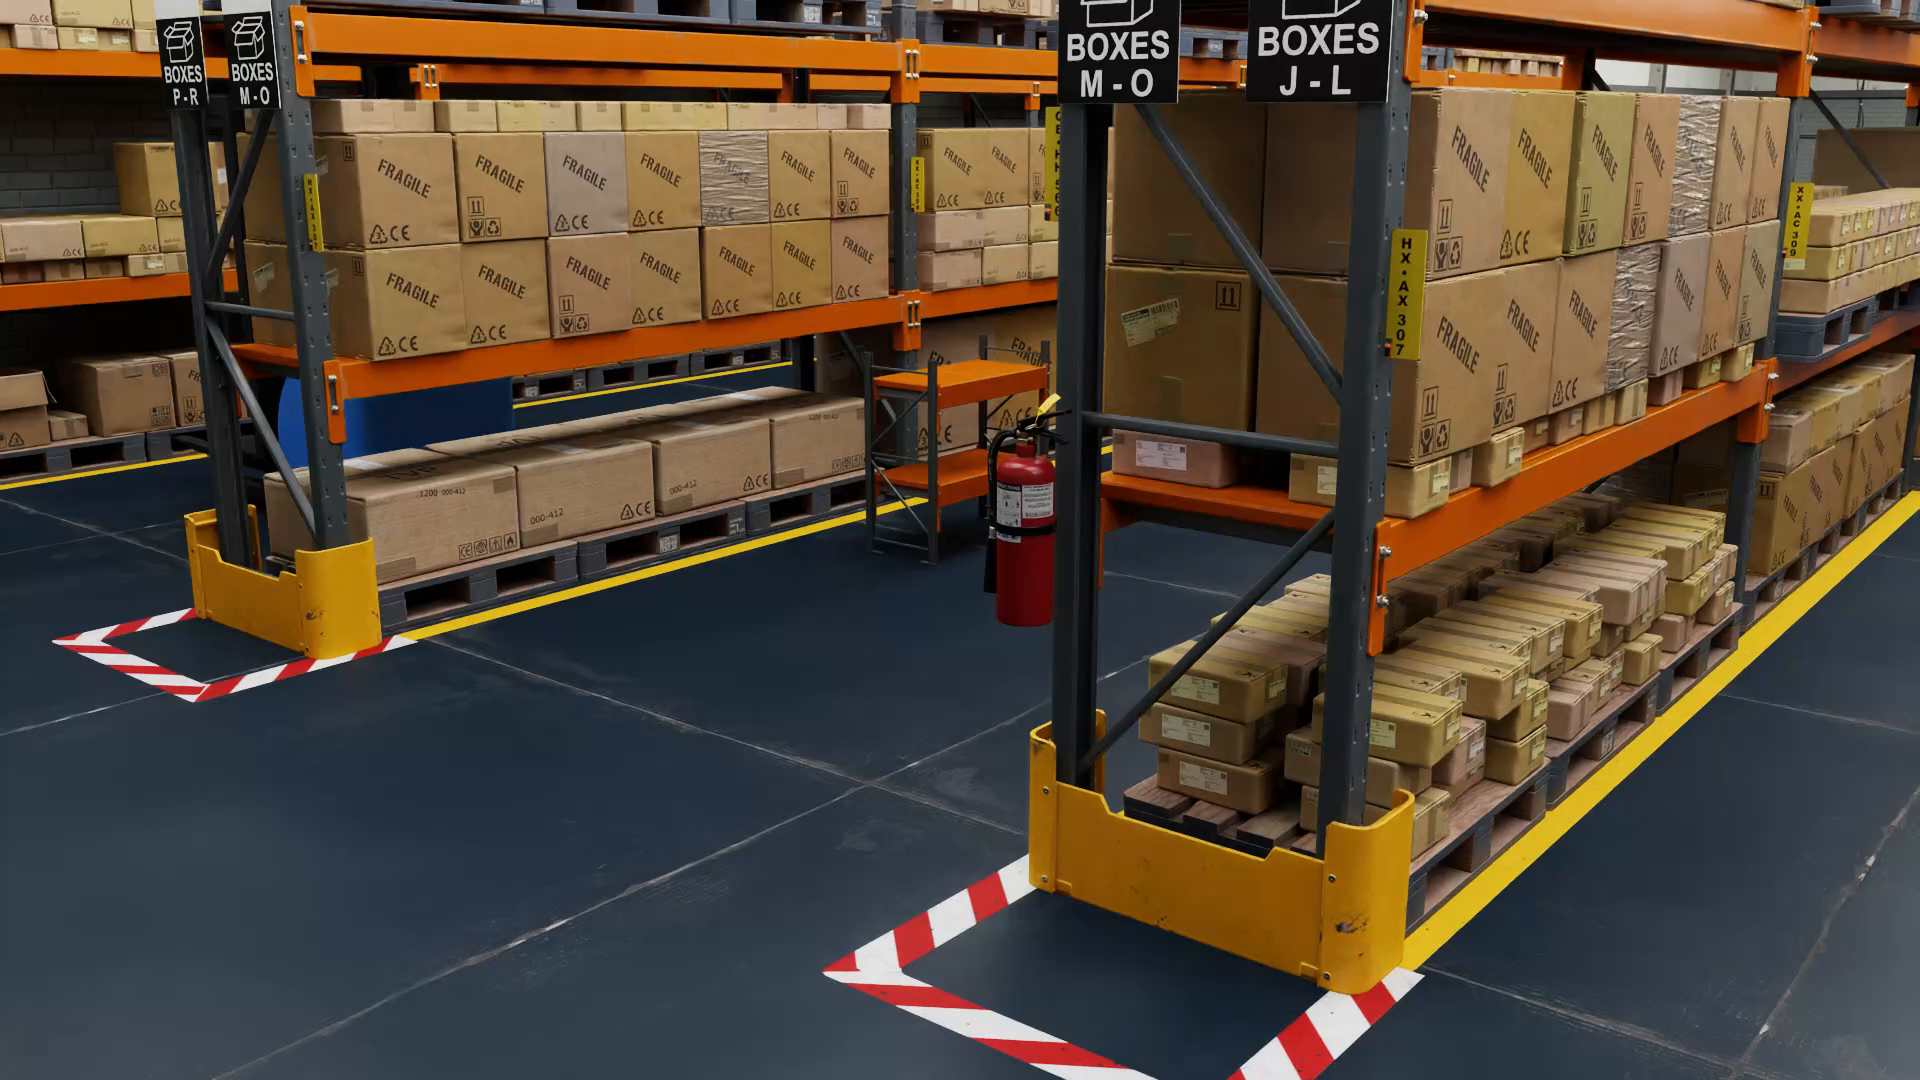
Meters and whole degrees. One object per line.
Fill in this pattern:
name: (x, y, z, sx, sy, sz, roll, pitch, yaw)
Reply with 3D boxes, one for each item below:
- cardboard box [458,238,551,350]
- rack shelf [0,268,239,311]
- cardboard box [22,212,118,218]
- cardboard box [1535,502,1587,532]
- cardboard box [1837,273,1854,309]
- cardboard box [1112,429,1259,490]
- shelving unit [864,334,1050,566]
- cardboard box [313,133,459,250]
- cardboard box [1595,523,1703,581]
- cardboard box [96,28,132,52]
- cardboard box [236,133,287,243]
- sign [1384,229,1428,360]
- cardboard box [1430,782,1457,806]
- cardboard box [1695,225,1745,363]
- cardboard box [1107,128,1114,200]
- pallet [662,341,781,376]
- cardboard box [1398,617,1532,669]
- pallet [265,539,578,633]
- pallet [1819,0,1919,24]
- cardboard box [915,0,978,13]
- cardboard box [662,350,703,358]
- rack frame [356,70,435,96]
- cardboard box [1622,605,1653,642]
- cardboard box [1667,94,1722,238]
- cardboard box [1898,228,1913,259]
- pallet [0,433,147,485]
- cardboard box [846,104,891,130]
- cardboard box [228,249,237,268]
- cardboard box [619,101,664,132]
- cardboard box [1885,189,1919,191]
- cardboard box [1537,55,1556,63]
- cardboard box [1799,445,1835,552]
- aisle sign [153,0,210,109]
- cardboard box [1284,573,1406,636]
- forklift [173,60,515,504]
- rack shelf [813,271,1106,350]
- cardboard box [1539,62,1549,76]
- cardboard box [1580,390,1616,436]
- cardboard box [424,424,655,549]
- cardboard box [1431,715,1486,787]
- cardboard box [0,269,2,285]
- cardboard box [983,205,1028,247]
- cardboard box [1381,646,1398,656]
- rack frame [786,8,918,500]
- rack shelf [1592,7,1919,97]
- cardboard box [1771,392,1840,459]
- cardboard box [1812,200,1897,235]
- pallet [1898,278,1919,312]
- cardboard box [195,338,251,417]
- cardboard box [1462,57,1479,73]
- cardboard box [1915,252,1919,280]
cardboard box: (-2.385, -1.232, 8.176, 0.500, 0.500, 0.500, 11, 18, 37)
rack shelf: (-5.812, -1.836, 12.220, 1.077, 0.370, 4.000, 11, 18, 38)
cardboard box: (-6.346, -2.195, 11.873, 0.500, 0.250, 0.500, 12, 19, 39)
cardboard box: (2.625, -0.087, 7.600, 0.380, 0.149, 0.250, 12, 19, 40)
cardboard box: (3.997, -1.194, 7.888, 0.380, 0.149, 0.250, 12, 18, 38)
cardboard box: (0.693, -0.272, 5.113, 0.380, 0.149, 0.250, 11, 18, 38)
shelving unit: (-0.004, -0.544, 9.479, 0.538, 1.125, 1.048, 11, 18, 38)
cardboard box: (-2.683, -1.615, 7.656, 0.500, 0.500, 0.500, 11, 18, 36)
cardboard box: (2.920, 0.048, 7.070, 0.380, 0.149, 0.250, 11, 18, 37)
cardboard box: (-5.866, -3.400, 11.332, 0.380, 0.149, 0.250, 11, 18, 37)
cardboard box: (-3.088, -1.697, 7.976, 0.500, 0.500, 0.500, 12, 19, 39)
sign: (1.130, -0.623, 4.227, 0.100, 0.325, 0.005, 11, 18, 38)
cardboard box: (1.387, 0.777, 5.410, 0.380, 0.149, 0.250, 11, 18, 37)
cardboard box: (2.810, -1.011, 6.703, 0.500, 0.500, 0.500, 11, 18, 36)
cardboard box: (0.744, -2.671, 11.810, 0.500, 0.500, 0.500, 11, 18, 37)
pallet: (-2.540, -1.845, 16.458, 1.003, 0.211, 1.213, 11, 18, 38)
cardboard box: (1.731, 0.394, 5.708, 0.380, 0.149, 0.250, 10, 17, 35)
pallet: (-2.764, 0.152, 8.597, 1.003, 0.211, 1.213, 11, 18, 38)
pallet: (3.693, -2.518, 7.734, 1.213, 0.211, 1.003, 11, 18, 38)
cardboard box: (-0.105, -3.434, 10.378, 0.396, 0.266, 0.258, 11, 18, 37)
cardboard box: (-2.789, -2.017, 15.694, 0.500, 0.500, 0.500, 12, 19, 40)
rack frame: (-4.555, -2.568, 13.639, 1.000, 3.000, 0.127, 11, 18, 38)
cardboard box: (2.577, 0.282, 6.753, 0.380, 0.149, 0.250, 12, 18, 39)
cardboard box: (2.483, -1.404, 6.218, 0.500, 0.500, 0.500, 12, 18, 39)
cardboard box: (4.809, -1.584, 8.819, 0.380, 0.149, 0.250, 11, 18, 36)
pallet: (-6.521, -0.618, 11.626, 1.003, 0.211, 1.213, 11, 18, 38)
cardboard box: (-0.638, -2.540, 9.977, 0.380, 0.149, 0.250, 11, 18, 36)
cardboard box: (-5.424, -2.108, 12.339, 0.380, 0.149, 0.250, 12, 18, 38)
cardboard box: (-1.760, -2.198, 8.630, 0.380, 0.149, 0.250, 11, 18, 36)
cardboard box: (5.625, -1.977, 9.764, 0.380, 0.149, 0.250, 11, 18, 37)
cardboard box: (6.099, -5.288, 17.955, 0.500, 0.250, 0.500, 12, 18, 39)
cardboard box: (4.224, -0.248, 8.731, 0.500, 0.500, 0.500, 12, 19, 40)
aisle sign: (-3.492, -2.329, 7.418, 0.394, 0.787, 0.004, 11, 18, 38)
cardboard box: (1.448, 0.253, 6.263, 0.380, 0.149, 0.250, 12, 19, 40)
forklift: (-4.115, -1.729, 10.476, 3.031, 2.935, 1.130, 13, 19, 41)
rack shelf: (0.565, -1.835, 12.215, 1.077, 0.370, 4.000, 11, 18, 38)
cardboard box: (6.188, -5.127, 18.133, 0.380, 0.149, 0.250, 11, 18, 37)
cardboard box: (2.107, -0.484, 5.946, 0.380, 0.149, 0.250, 12, 19, 40)
cardboard box: (-2.300, -0.315, 9.120, 0.875, 0.438, 0.875, 12, 18, 39)
cardboard box: (1.453, 0.642, 5.337, 0.380, 0.149, 0.250, 11, 18, 37)
cardboard box: (-6.525, -1.757, 10.955, 0.380, 0.149, 0.250, 12, 18, 39)
cardboard box: (0.110, -2.115, 11.145, 0.500, 0.250, 0.500, 12, 18, 38)
cardboard box: (1.392, 0.466, 6.031, 0.380, 0.149, 0.250, 11, 18, 37)
rack frame: (-0.692, -1.801, 10.618, 1.000, 3.000, 0.127, 11, 18, 38)
rack shelf: (4.479, -2.542, 8.906, 1.077, 0.370, 4.000, 11, 18, 38)
cardboard box: (4.225, -0.612, 8.642, 0.500, 0.250, 0.500, 12, 18, 39)
cardboard box: (4.480, -1.628, 8.388, 0.380, 0.149, 0.250, 11, 18, 37)
pallet: (5.371, -1.574, 10.116, 1.213, 0.211, 1.003, 11, 18, 38)
cardboard box: (-5.391, -1.253, 12.687, 0.700, 0.500, 0.500, 10, 18, 35)
cardboard box: (4.933, -4.728, 16.558, 0.380, 0.149, 0.250, 11, 18, 38)
cardboard box: (5.137, -1.541, 9.252, 0.380, 0.149, 0.250, 10, 18, 35)
